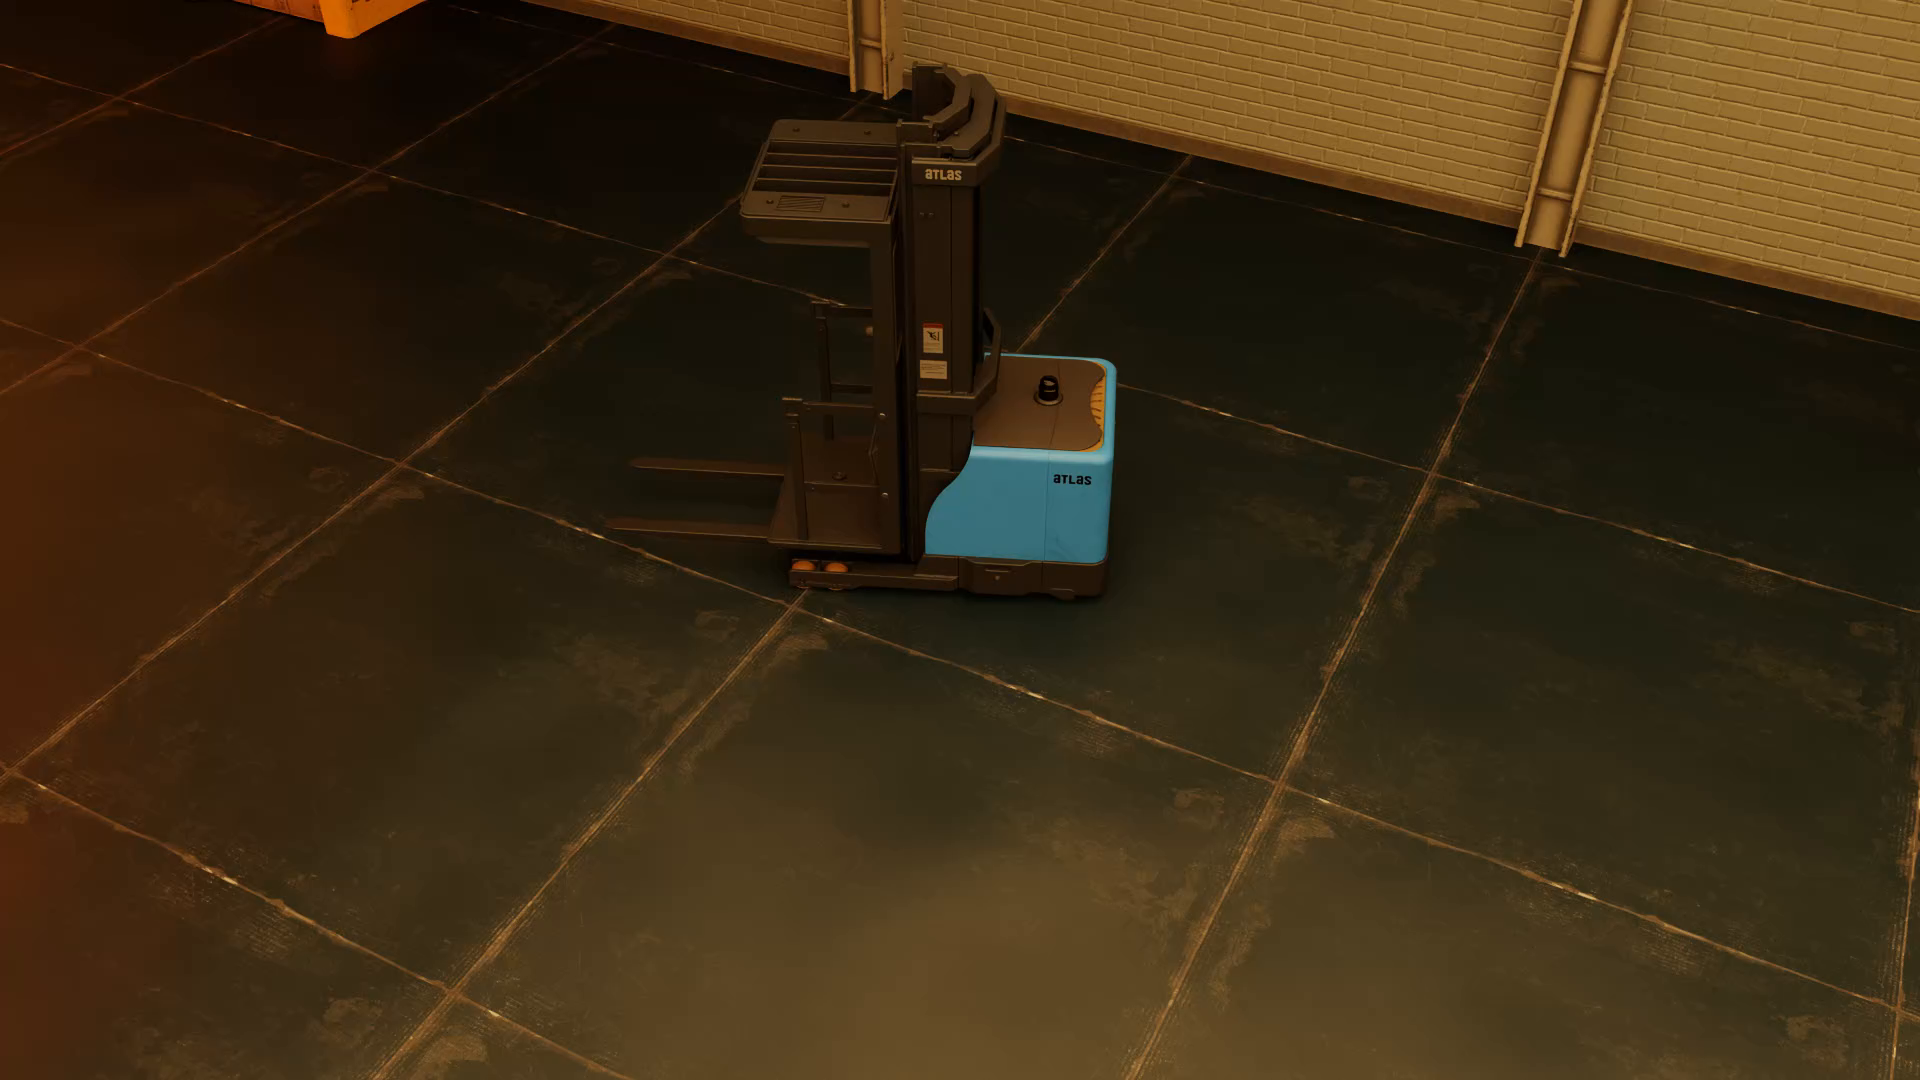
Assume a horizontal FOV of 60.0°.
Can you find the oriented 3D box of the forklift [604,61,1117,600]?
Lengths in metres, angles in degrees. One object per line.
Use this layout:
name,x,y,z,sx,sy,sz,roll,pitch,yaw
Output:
forklift,-0.606,-1.157,9.360,3.031,2.935,1.130,3,40,4
